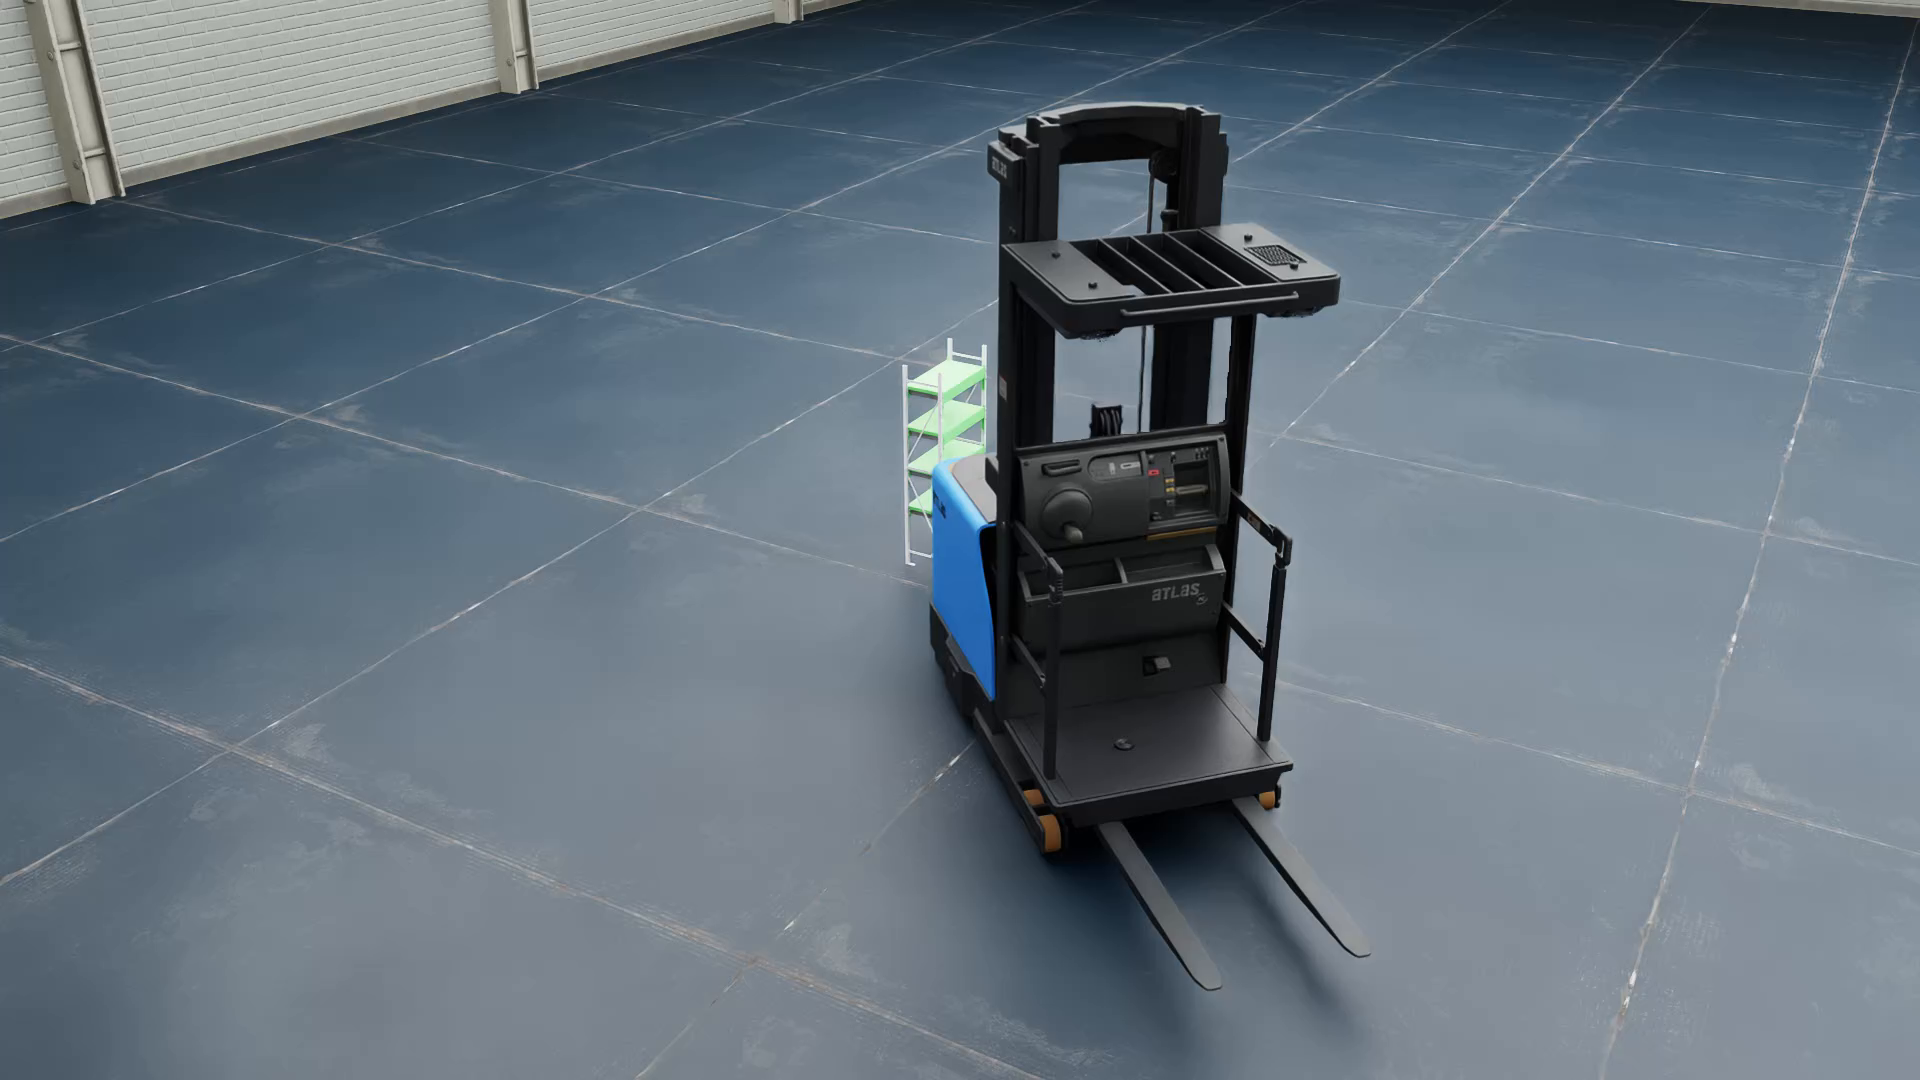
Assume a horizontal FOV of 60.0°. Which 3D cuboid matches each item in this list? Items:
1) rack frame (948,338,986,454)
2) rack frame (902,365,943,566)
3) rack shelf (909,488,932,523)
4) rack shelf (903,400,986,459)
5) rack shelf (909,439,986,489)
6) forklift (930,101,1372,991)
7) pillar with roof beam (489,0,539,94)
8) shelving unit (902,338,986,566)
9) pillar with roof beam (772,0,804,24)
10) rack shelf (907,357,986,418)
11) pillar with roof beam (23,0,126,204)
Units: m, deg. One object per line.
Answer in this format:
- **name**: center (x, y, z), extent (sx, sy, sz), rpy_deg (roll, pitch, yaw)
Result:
- **rack frame**: center (0.039, -0.567, 9.543), extent (0.240, 1.200, 0.015), rpy_deg (14, 30, 26)
- **rack frame**: center (-0.201, -0.377, 9.163), extent (0.240, 1.200, 0.015), rpy_deg (14, 30, 26)
- **rack shelf**: center (-0.081, -0.200, 9.489), extent (0.258, 0.148, 0.480), rpy_deg (14, 30, 26)
- **rack shelf**: center (-0.081, -0.629, 9.274), extent (0.258, 0.148, 0.480), rpy_deg (14, 30, 26)
- **rack shelf**: center (-0.081, -0.415, 9.381), extent (0.258, 0.148, 0.480), rpy_deg (14, 30, 26)
- **forklift**: center (0.767, -0.177, 6.828), extent (1.130, 2.935, 3.031), rpy_deg (-8, 28, -15)
- **pillar with roof beam**: center (-1.876, -8.822, 17.321), extent (9.100, 9.000, 0.400), rpy_deg (14, 30, 26)
- **shelving unit**: center (-0.081, -0.472, 9.353), extent (0.258, 1.200, 0.503), rpy_deg (14, 30, 26)
- **pillar with roof beam**: center (1.075, -11.160, 21.992), extent (9.100, 9.000, 0.400), rpy_deg (14, 30, 26)
- **rack shelf**: center (-0.081, -0.844, 9.166), extent (0.258, 0.148, 0.480), rpy_deg (14, 30, 26)
- **pillar with roof beam**: center (-4.828, -6.484, 12.650), extent (9.100, 9.000, 0.400), rpy_deg (14, 30, 26)
